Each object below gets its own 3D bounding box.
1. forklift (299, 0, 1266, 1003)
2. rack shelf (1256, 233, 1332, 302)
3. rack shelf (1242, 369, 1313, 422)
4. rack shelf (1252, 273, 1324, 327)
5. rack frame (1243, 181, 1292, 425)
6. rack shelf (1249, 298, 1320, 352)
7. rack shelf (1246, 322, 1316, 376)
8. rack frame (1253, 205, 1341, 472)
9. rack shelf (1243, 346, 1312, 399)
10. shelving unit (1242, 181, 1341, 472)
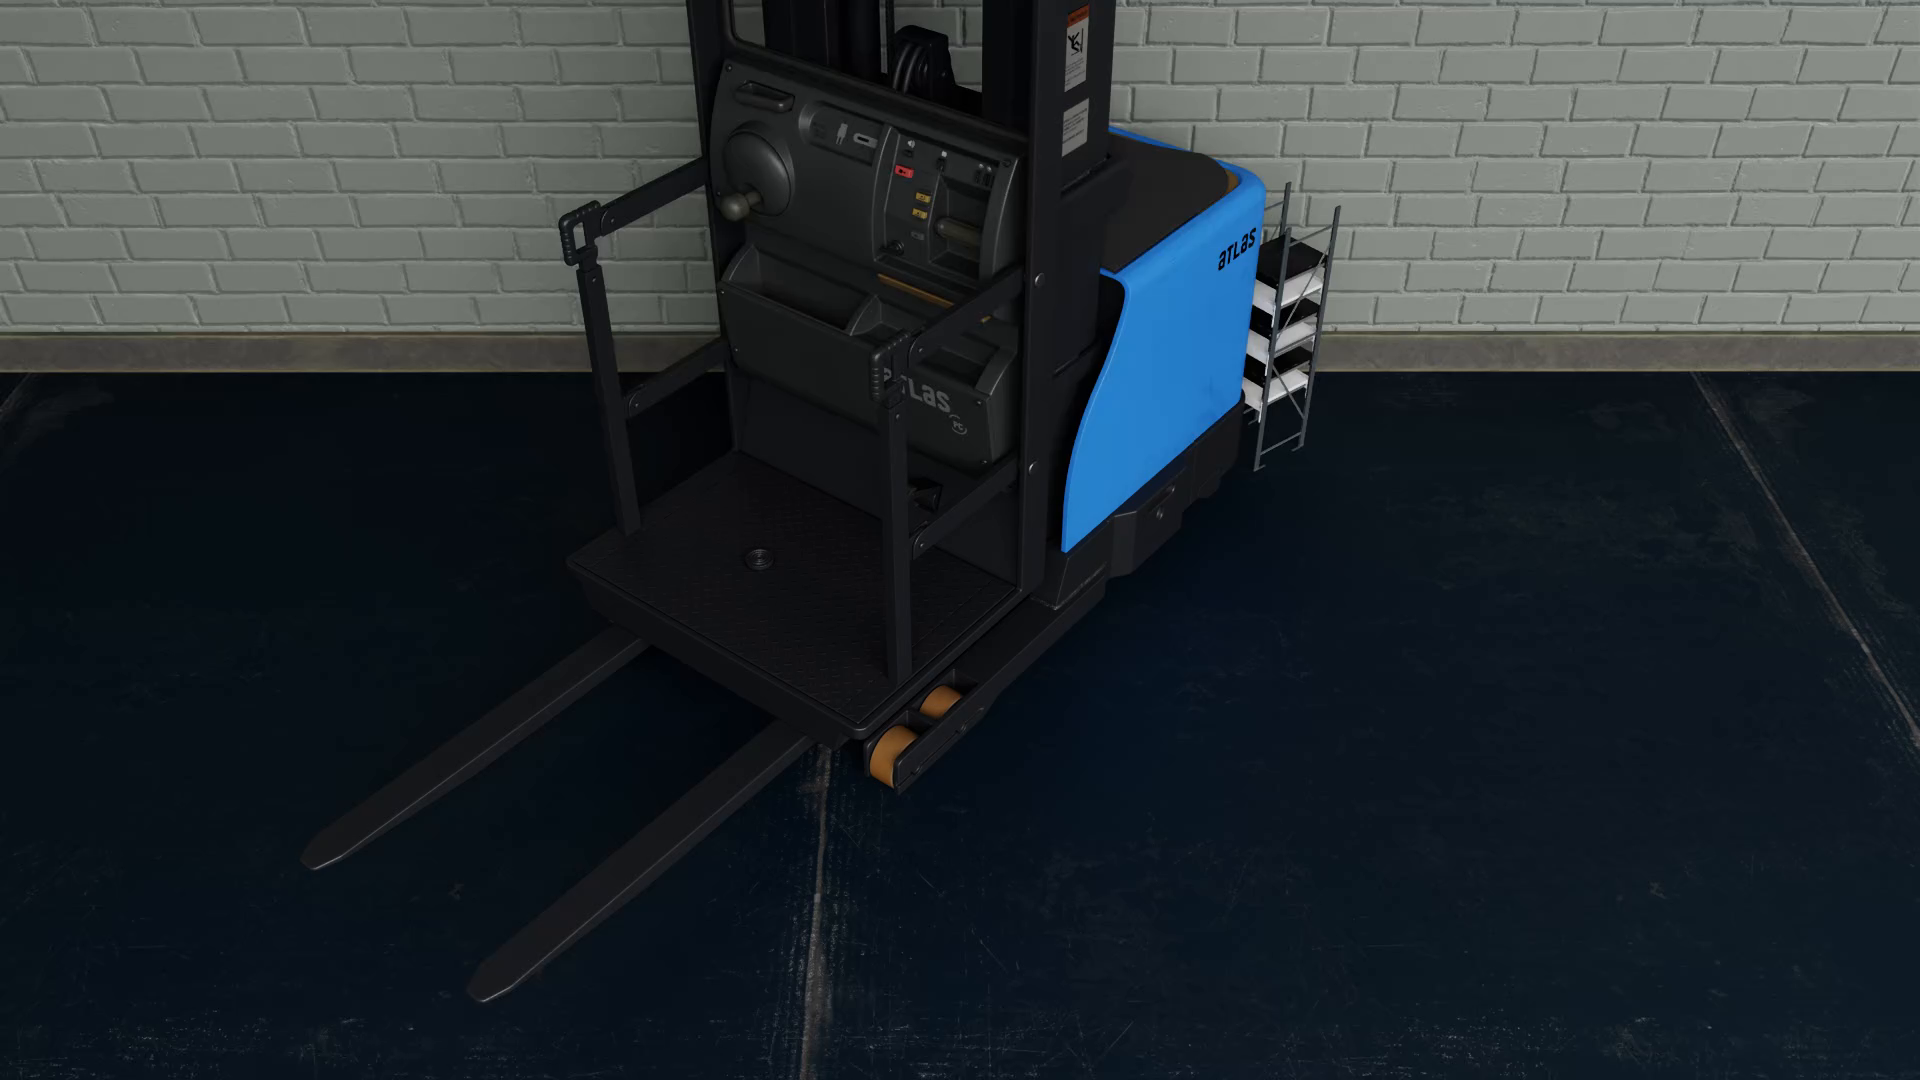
[{"bbox_3d":[-0.383,-0.834,3.947,1.130,2.935,3.031,26,45,29],"label":"forklift"},{"bbox_3d":[1.007,-0.860,5.225,0.258,0.077,0.200,-27,46,-29],"label":"rack shelf"},{"bbox_3d":[1.007,-0.509,5.507,0.258,0.077,0.200,-27,46,-29],"label":"rack shelf"},{"bbox_3d":[1.007,-0.790,5.282,0.258,0.077,0.200,-27,46,-29],"label":"rack shelf"},{"bbox_3d":[0.944,-0.725,5.435,0.240,0.900,0.006,-27,46,-29],"label":"rack frame"},{"bbox_3d":[1.007,-0.720,5.338,0.258,0.077,0.200,-27,46,-29],"label":"rack shelf"},{"bbox_3d":[1.007,-0.649,5.394,0.258,0.077,0.200,-27,46,-29],"label":"rack shelf"},{"bbox_3d":[1.071,-0.626,5.311,0.240,0.900,0.006,-27,46,-29],"label":"rack frame"},{"bbox_3d":[1.007,-0.579,5.450,0.258,0.077,0.200,-27,46,-29],"label":"rack shelf"},{"bbox_3d":[1.007,-0.675,5.373,0.258,0.900,0.210,-27,46,-29],"label":"shelving unit"}]
